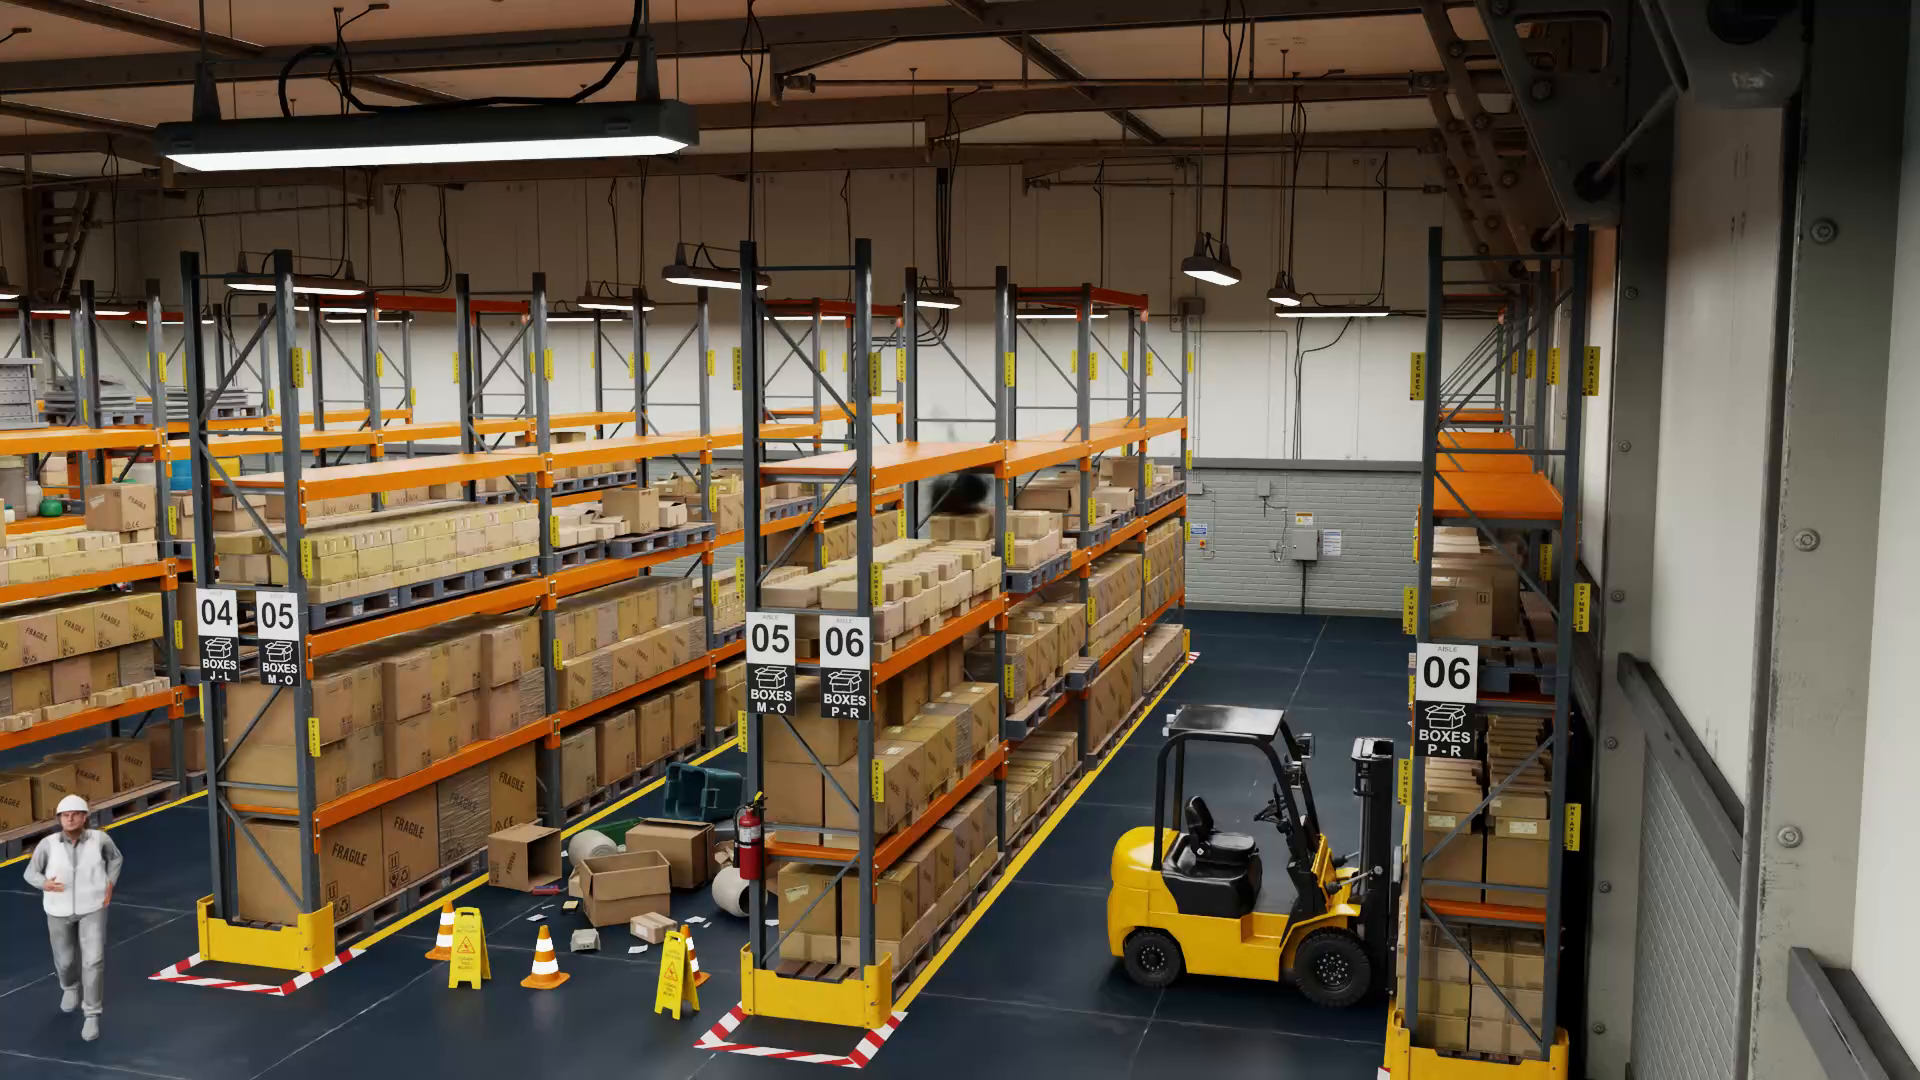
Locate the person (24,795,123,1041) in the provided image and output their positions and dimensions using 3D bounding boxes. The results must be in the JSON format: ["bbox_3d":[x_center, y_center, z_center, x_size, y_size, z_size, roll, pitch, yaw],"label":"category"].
[{"bbox_3d":[-6.794,2.849,12.766,0.666,1.791,0.854,-3,7,-22],"label":"person"}]

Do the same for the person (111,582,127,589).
[{"bbox_3d":[-14.783,1.049,29.416,0.590,1.721,0.726,1,6,9],"label":"person"}]
